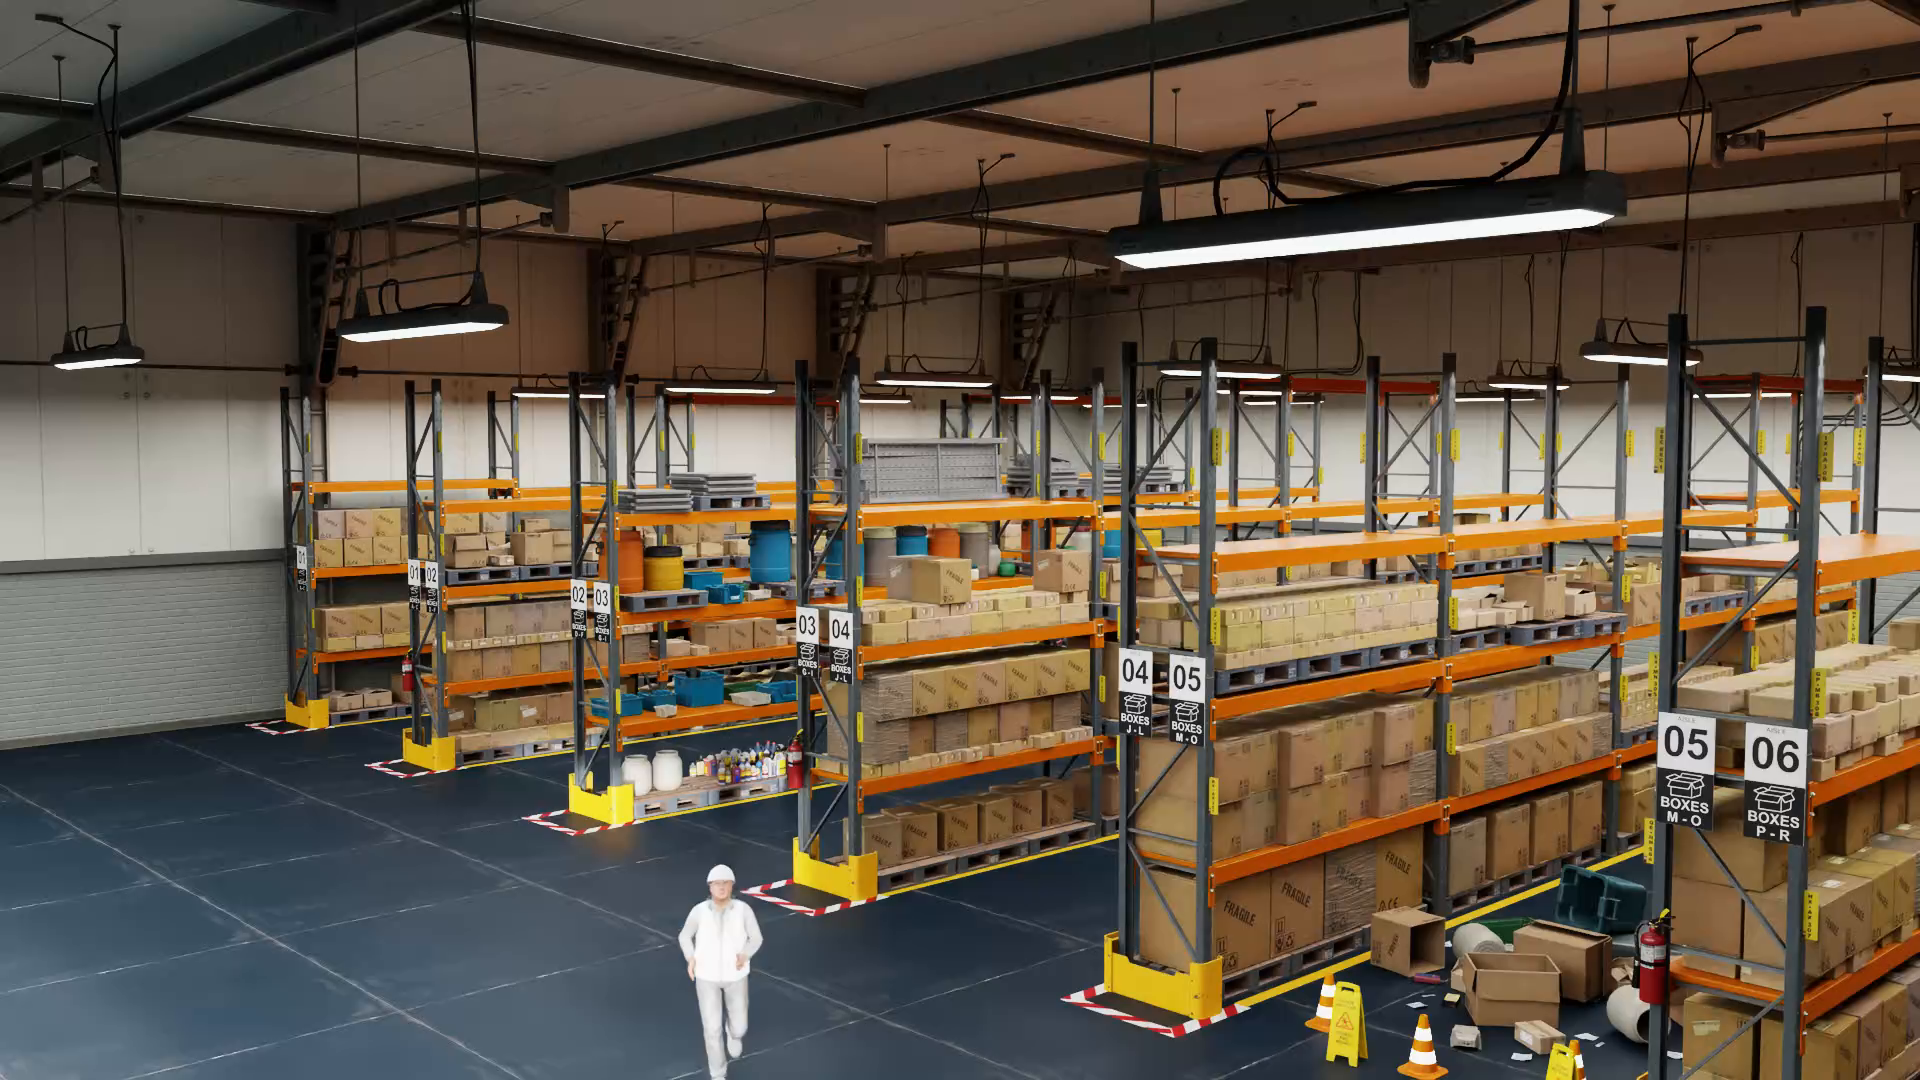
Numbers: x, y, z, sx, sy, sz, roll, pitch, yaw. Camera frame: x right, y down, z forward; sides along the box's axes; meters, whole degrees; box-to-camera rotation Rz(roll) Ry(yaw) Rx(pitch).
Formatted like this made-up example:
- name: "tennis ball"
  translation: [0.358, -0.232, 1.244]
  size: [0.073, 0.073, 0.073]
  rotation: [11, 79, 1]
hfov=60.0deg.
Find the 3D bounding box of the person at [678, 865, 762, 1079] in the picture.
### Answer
- name: "person"
  translation: [-1.908, 3.451, 13.258]
  size: [0.665, 1.732, 0.753]
  rotation: [-1, 4, -9]
